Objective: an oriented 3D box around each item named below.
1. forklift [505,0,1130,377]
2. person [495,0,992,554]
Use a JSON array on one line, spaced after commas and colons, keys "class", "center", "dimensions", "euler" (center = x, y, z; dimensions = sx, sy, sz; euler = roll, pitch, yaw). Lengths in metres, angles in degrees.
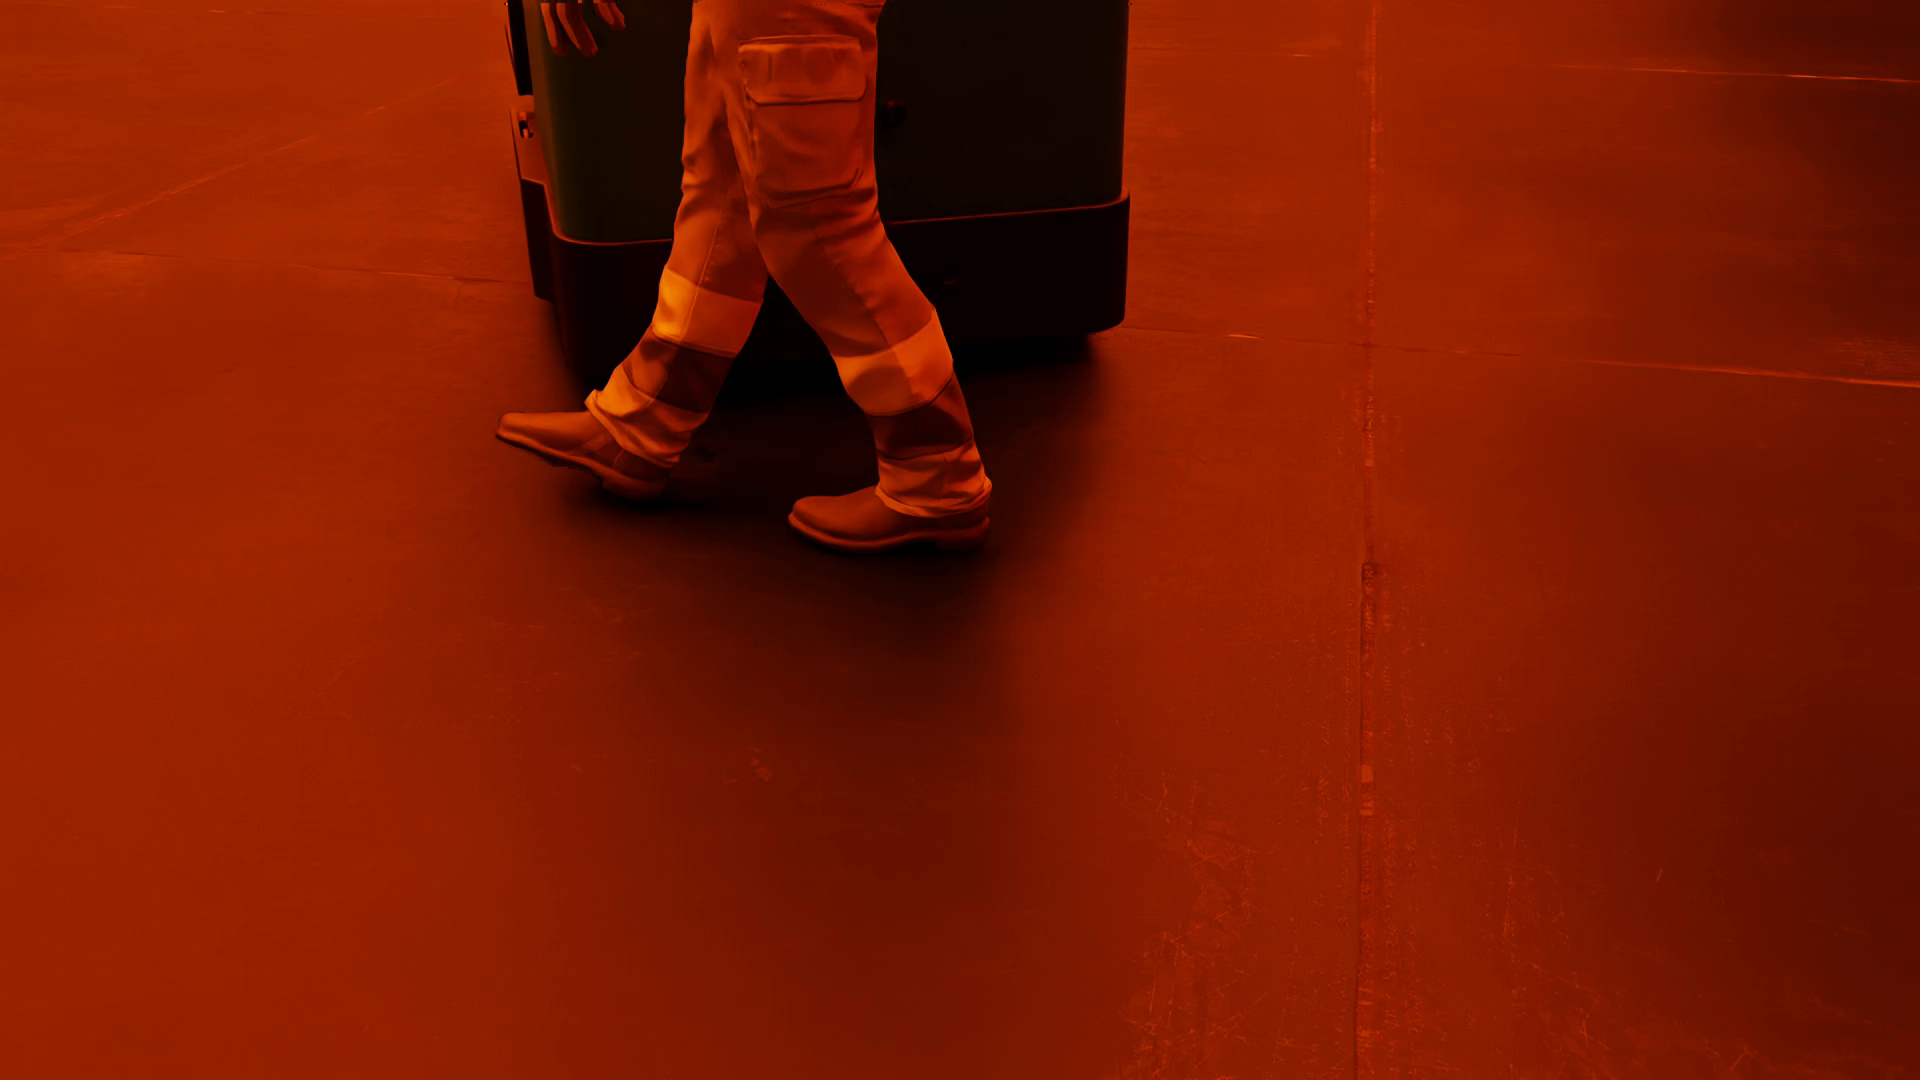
[{"class": "forklift", "center": [-0.570, -2.236, 3.678], "dimensions": [1.130, 2.935, 3.031], "euler": [-7, 28, -14]}, {"class": "person", "center": [-0.346, -0.817, 2.172], "dimensions": [0.789, 1.753, 0.751], "euler": [1, 27, 1]}]
